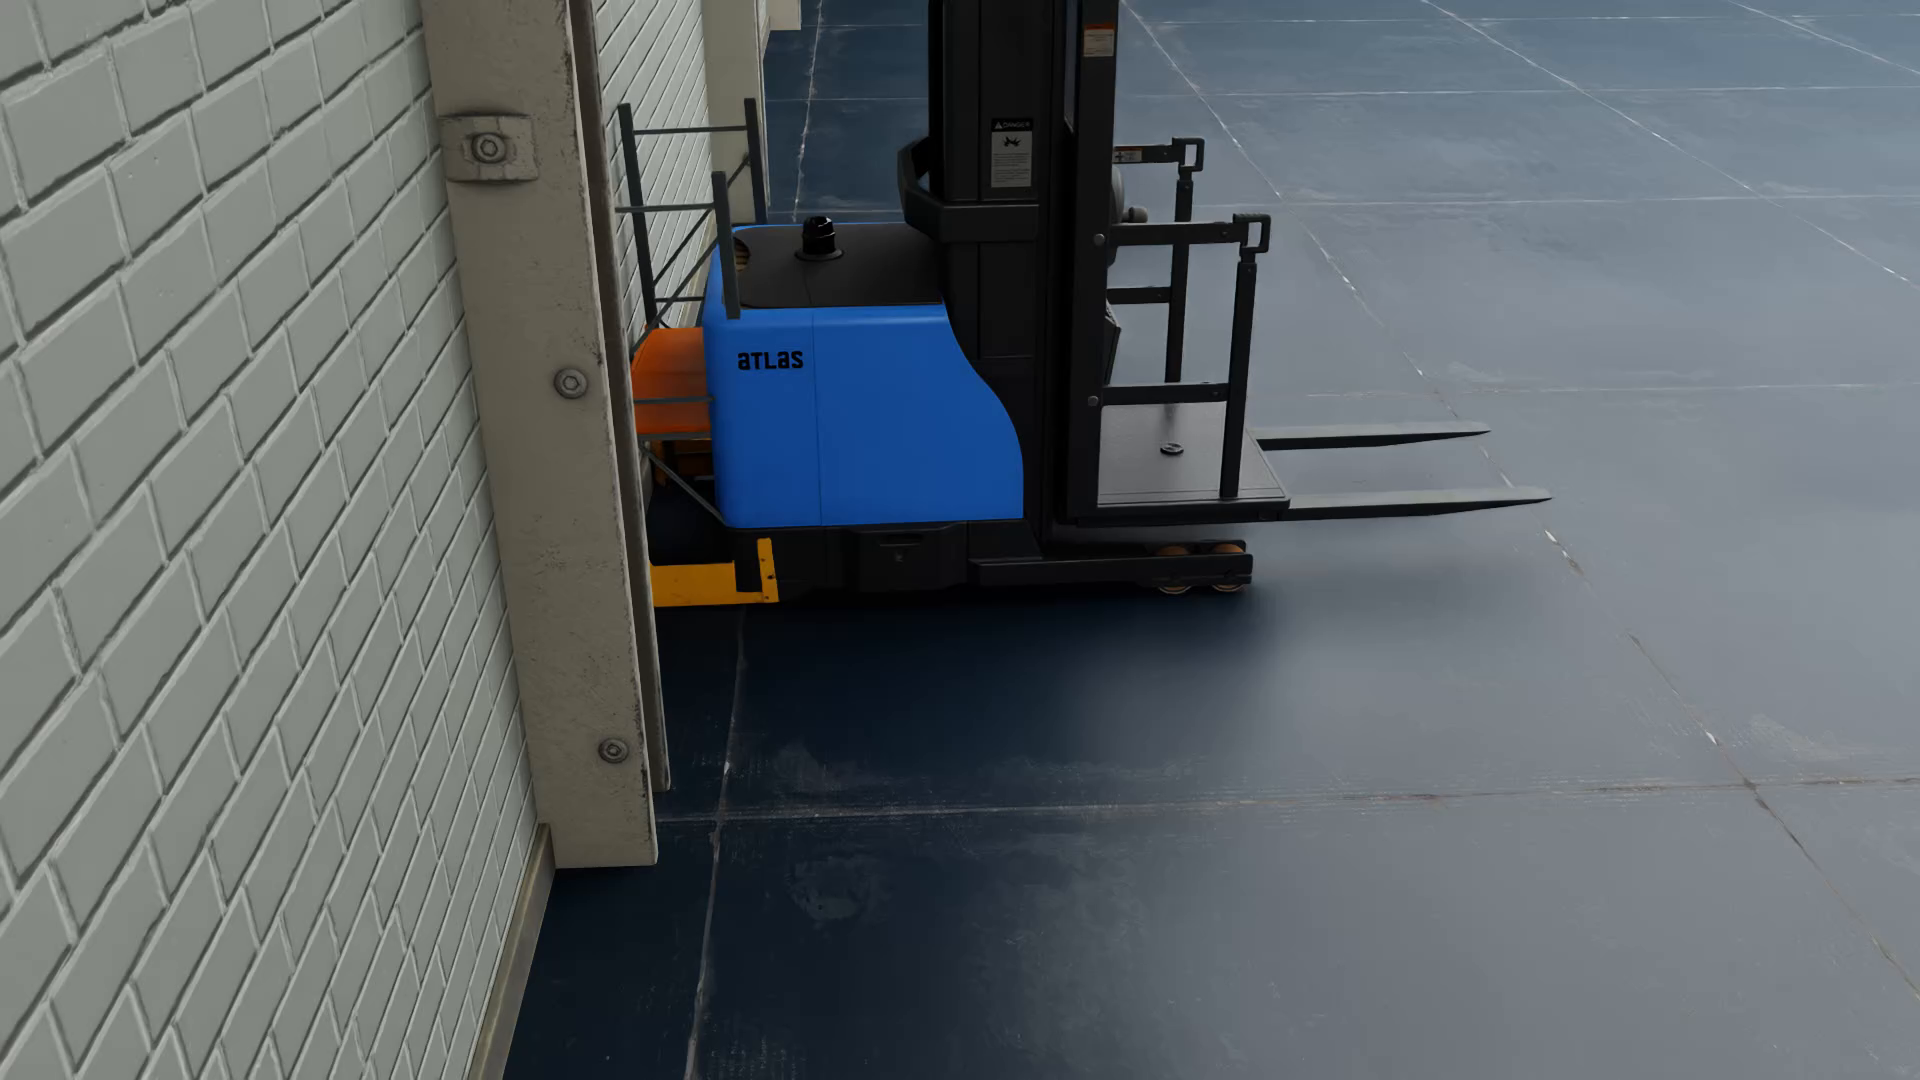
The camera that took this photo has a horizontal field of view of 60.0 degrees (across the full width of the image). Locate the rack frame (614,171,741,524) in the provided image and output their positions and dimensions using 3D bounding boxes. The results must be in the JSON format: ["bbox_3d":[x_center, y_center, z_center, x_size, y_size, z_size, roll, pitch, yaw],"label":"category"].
[{"bbox_3d":[-0.942,-0.455,5.461,0.500,1.500,0.032,-2,27,0],"label":"rack frame"}]

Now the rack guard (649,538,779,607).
[{"bbox_3d":[-0.917,0.099,5.749,0.587,0.250,0.087,-2,27,0],"label":"rack guard"}]

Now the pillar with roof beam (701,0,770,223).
[{"bbox_3d":[2.990,-6.065,8.147,9.100,9.000,0.400,-1,28,-3],"label":"pillar with roof beam"}]

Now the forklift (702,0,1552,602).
[{"bbox_3d":[0.625,-1.351,5.670,3.031,2.935,1.130,-2,28,-4],"label":"forklift"}]

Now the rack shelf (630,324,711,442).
[{"bbox_3d":[-0.943,-0.529,5.995,0.538,0.185,1.000,-2,27,0],"label":"rack shelf"}]

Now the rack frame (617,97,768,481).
[{"bbox_3d":[-0.959,-0.922,6.364,0.500,1.500,0.032,-2,27,0],"label":"rack frame"}]

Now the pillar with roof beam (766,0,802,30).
[{"bbox_3d":[2.677,-8.835,13.459,9.100,9.000,0.400,-1,28,-3],"label":"pillar with roof beam"}]

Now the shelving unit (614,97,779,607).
[{"bbox_3d":[-0.950,-0.685,5.904,0.587,1.500,1.083,-2,27,0],"label":"shelving unit"}]

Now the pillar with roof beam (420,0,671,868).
[{"bbox_3d":[3.303,-3.294,2.834,9.100,9.000,0.400,-1,28,-3],"label":"pillar with roof beam"}]

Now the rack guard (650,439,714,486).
[{"bbox_3d":[-0.934,-0.359,6.634,0.587,0.250,0.087,-2,27,0],"label":"rack guard"}]
